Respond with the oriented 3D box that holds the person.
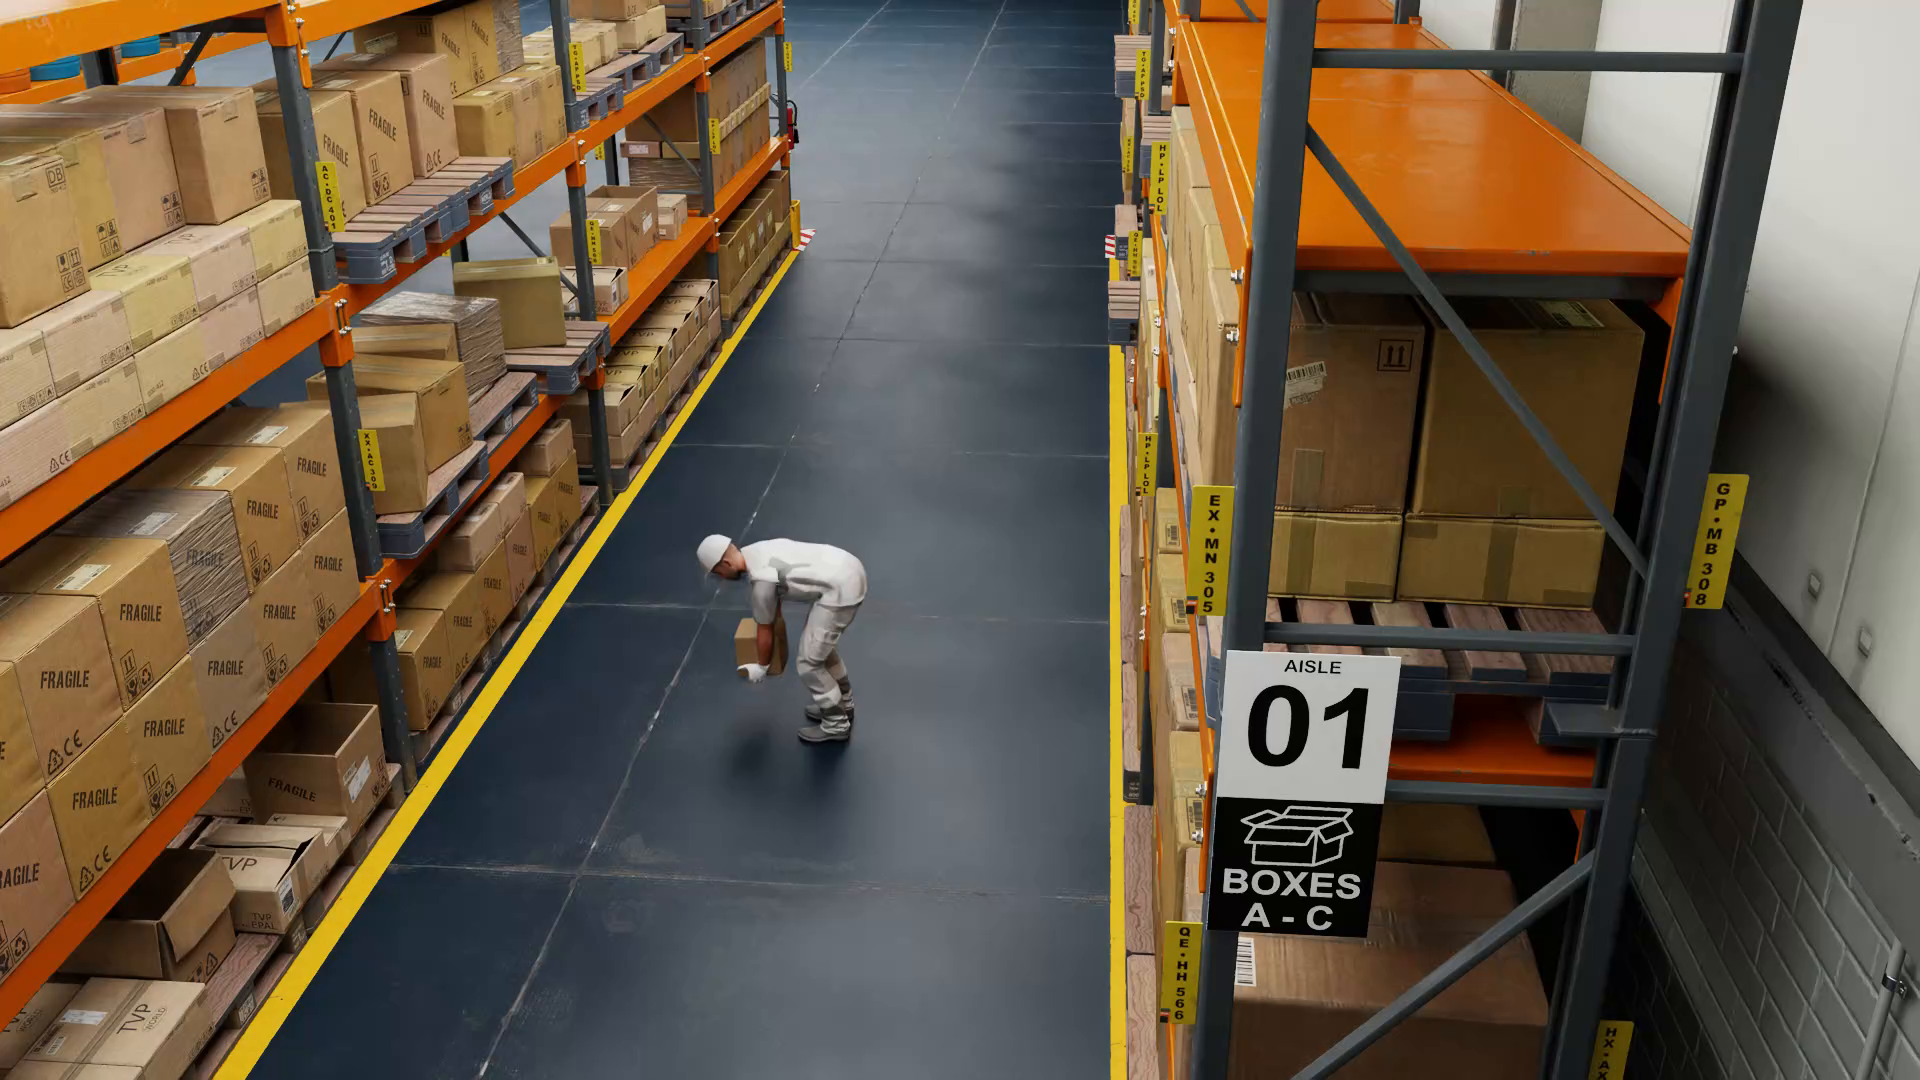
[{"bbox_3d":[-0.995,0.535,9.487,0.949,1.218,0.493,1,24,2],"label":"person"}]
